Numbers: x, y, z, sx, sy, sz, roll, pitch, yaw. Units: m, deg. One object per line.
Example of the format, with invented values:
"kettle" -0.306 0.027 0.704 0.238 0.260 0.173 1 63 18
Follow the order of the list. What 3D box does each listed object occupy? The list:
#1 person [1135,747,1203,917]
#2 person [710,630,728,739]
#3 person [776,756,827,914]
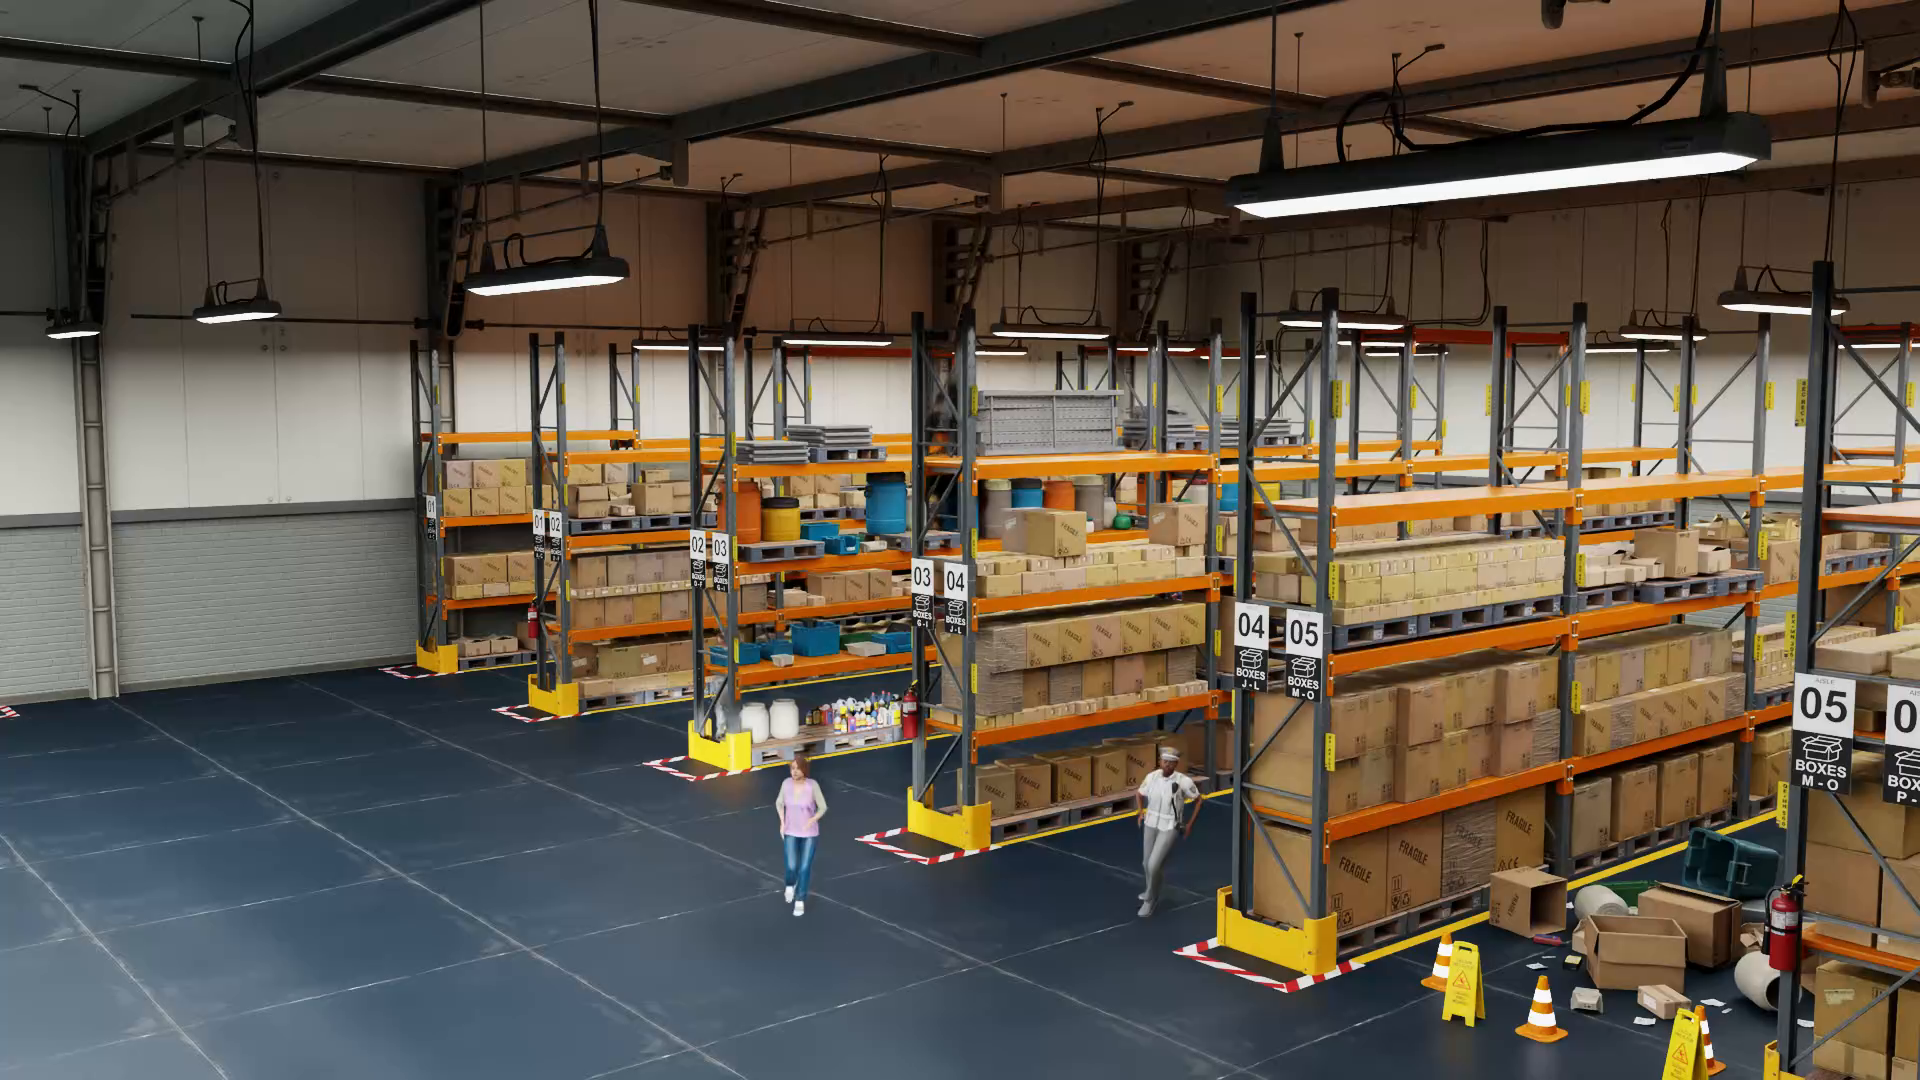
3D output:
"person" 1.999 2.843 16.302 0.659 1.703 0.671 4 6 34
"person" -3.465 2.118 24.534 0.680 1.600 0.547 -5 7 -41
"person" -1.561 2.891 16.238 0.523 1.567 0.549 0 5 3
